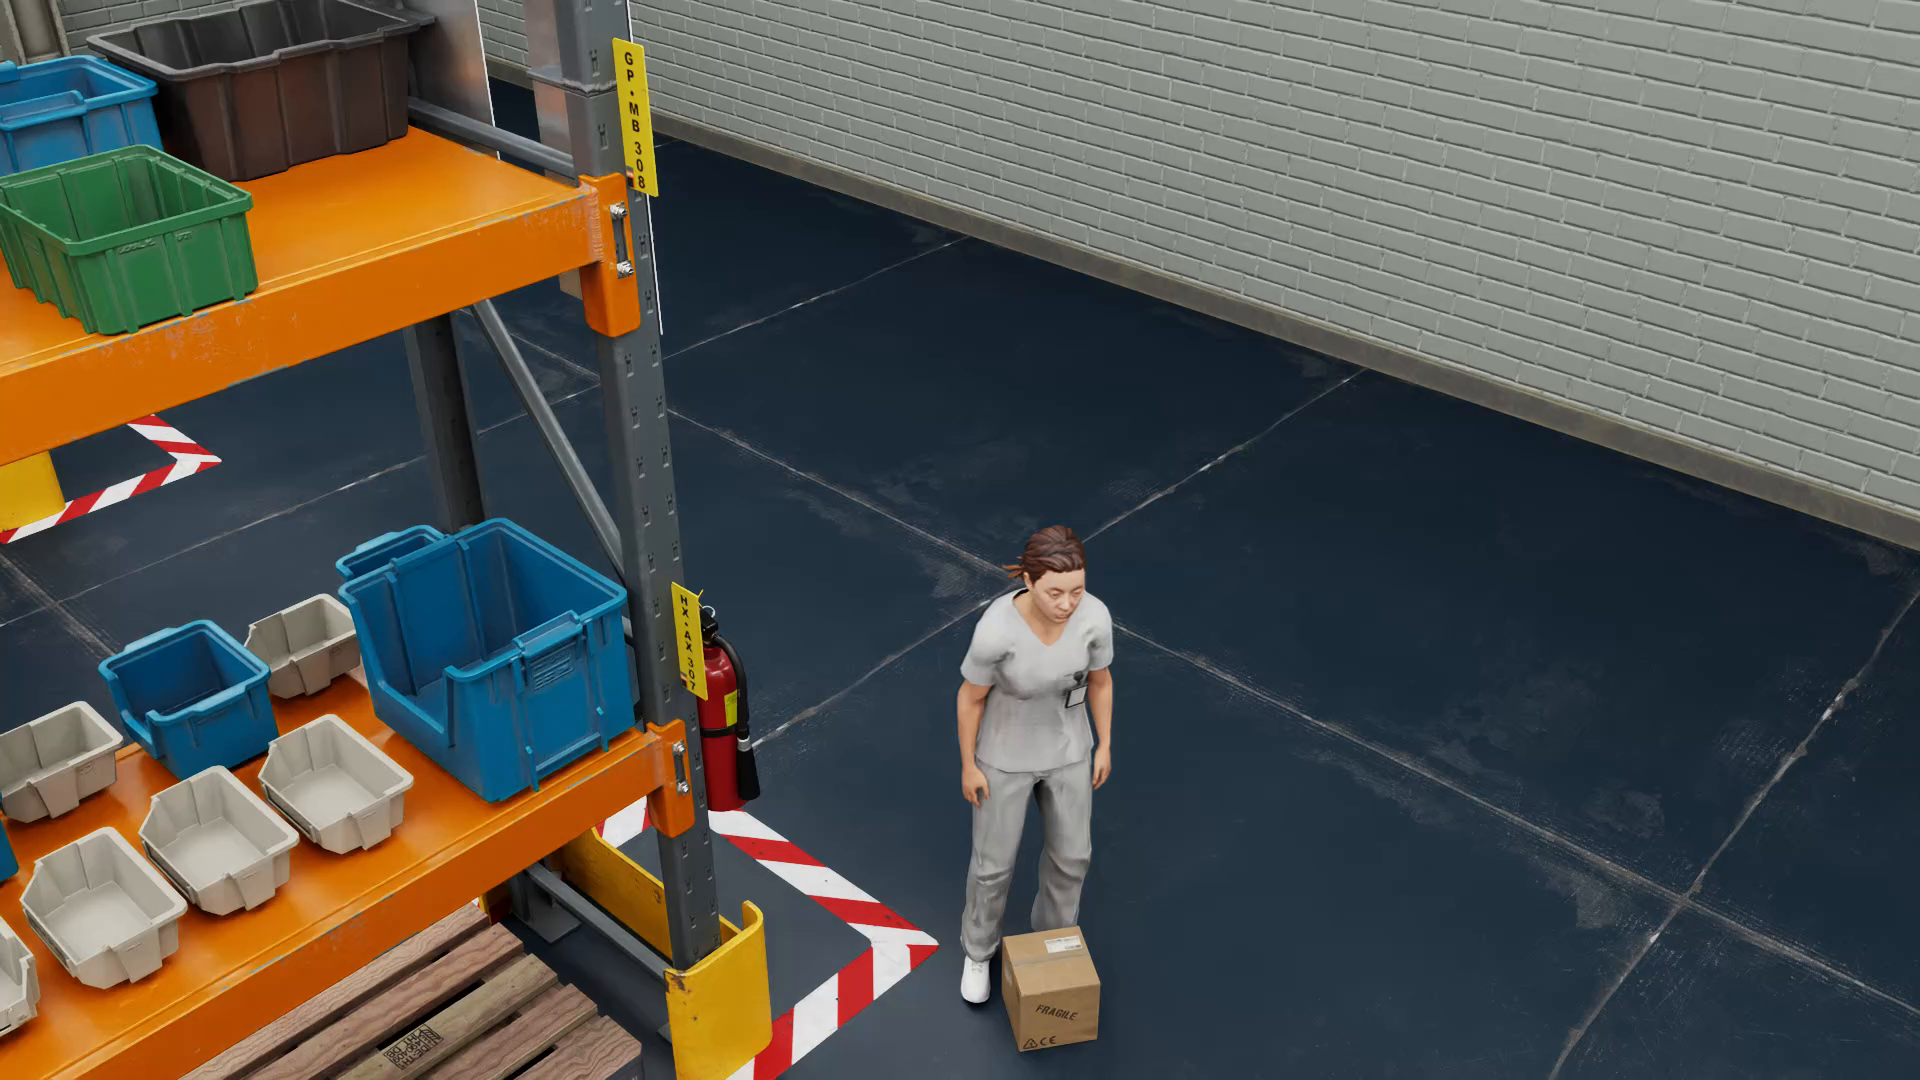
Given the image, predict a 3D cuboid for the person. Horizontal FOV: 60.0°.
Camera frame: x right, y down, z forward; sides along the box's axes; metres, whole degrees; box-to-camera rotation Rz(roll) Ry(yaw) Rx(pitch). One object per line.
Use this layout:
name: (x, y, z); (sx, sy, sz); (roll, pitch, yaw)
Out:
person: (0.226, 0.670, 5.041); (0.504, 1.671, 0.365); (-7, 32, -12)
